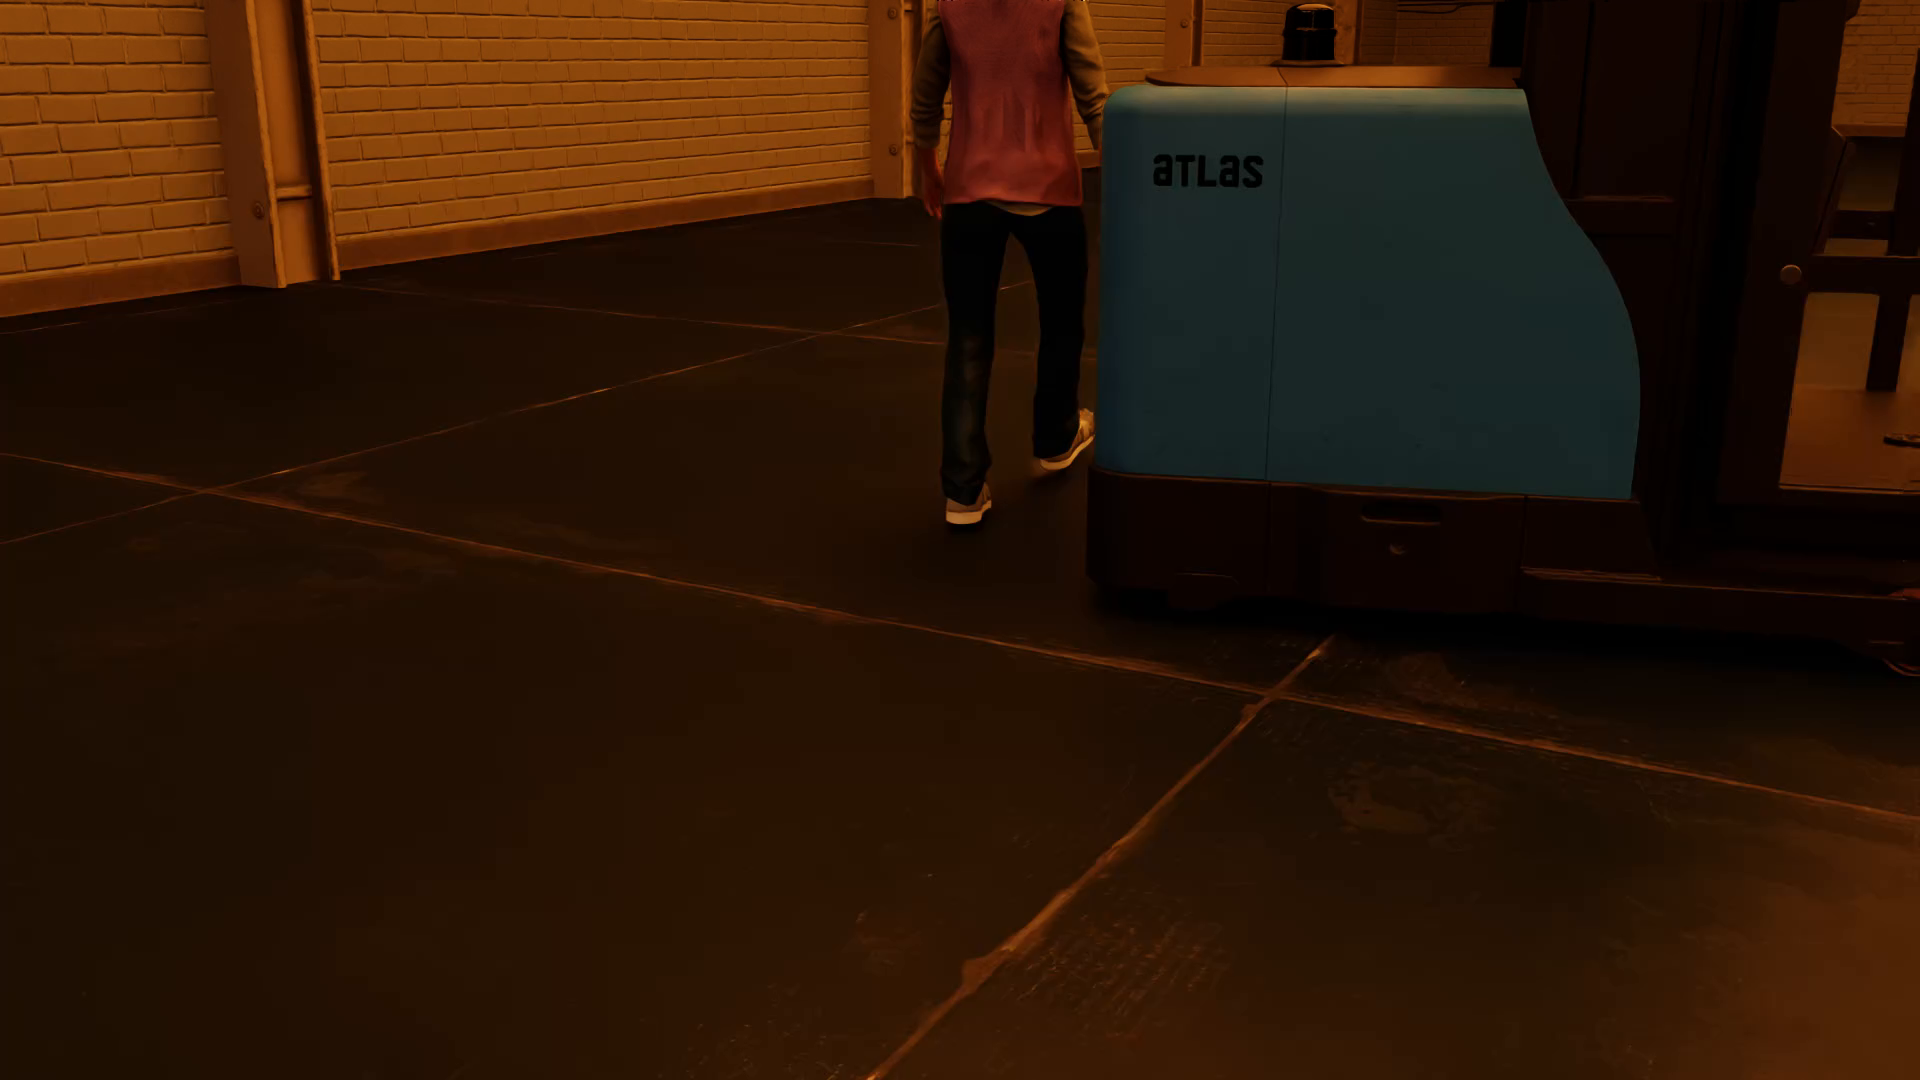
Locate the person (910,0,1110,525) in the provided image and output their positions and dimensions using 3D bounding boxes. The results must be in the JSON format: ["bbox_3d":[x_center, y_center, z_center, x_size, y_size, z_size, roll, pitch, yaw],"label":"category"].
[{"bbox_3d":[0.173,-0.864,4.243,0.605,1.538,0.813,3,17,11],"label":"person"}]

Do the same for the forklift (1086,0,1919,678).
[{"bbox_3d":[1.840,-1.298,3.258,3.031,2.935,1.130,4,17,12],"label":"forklift"}]
